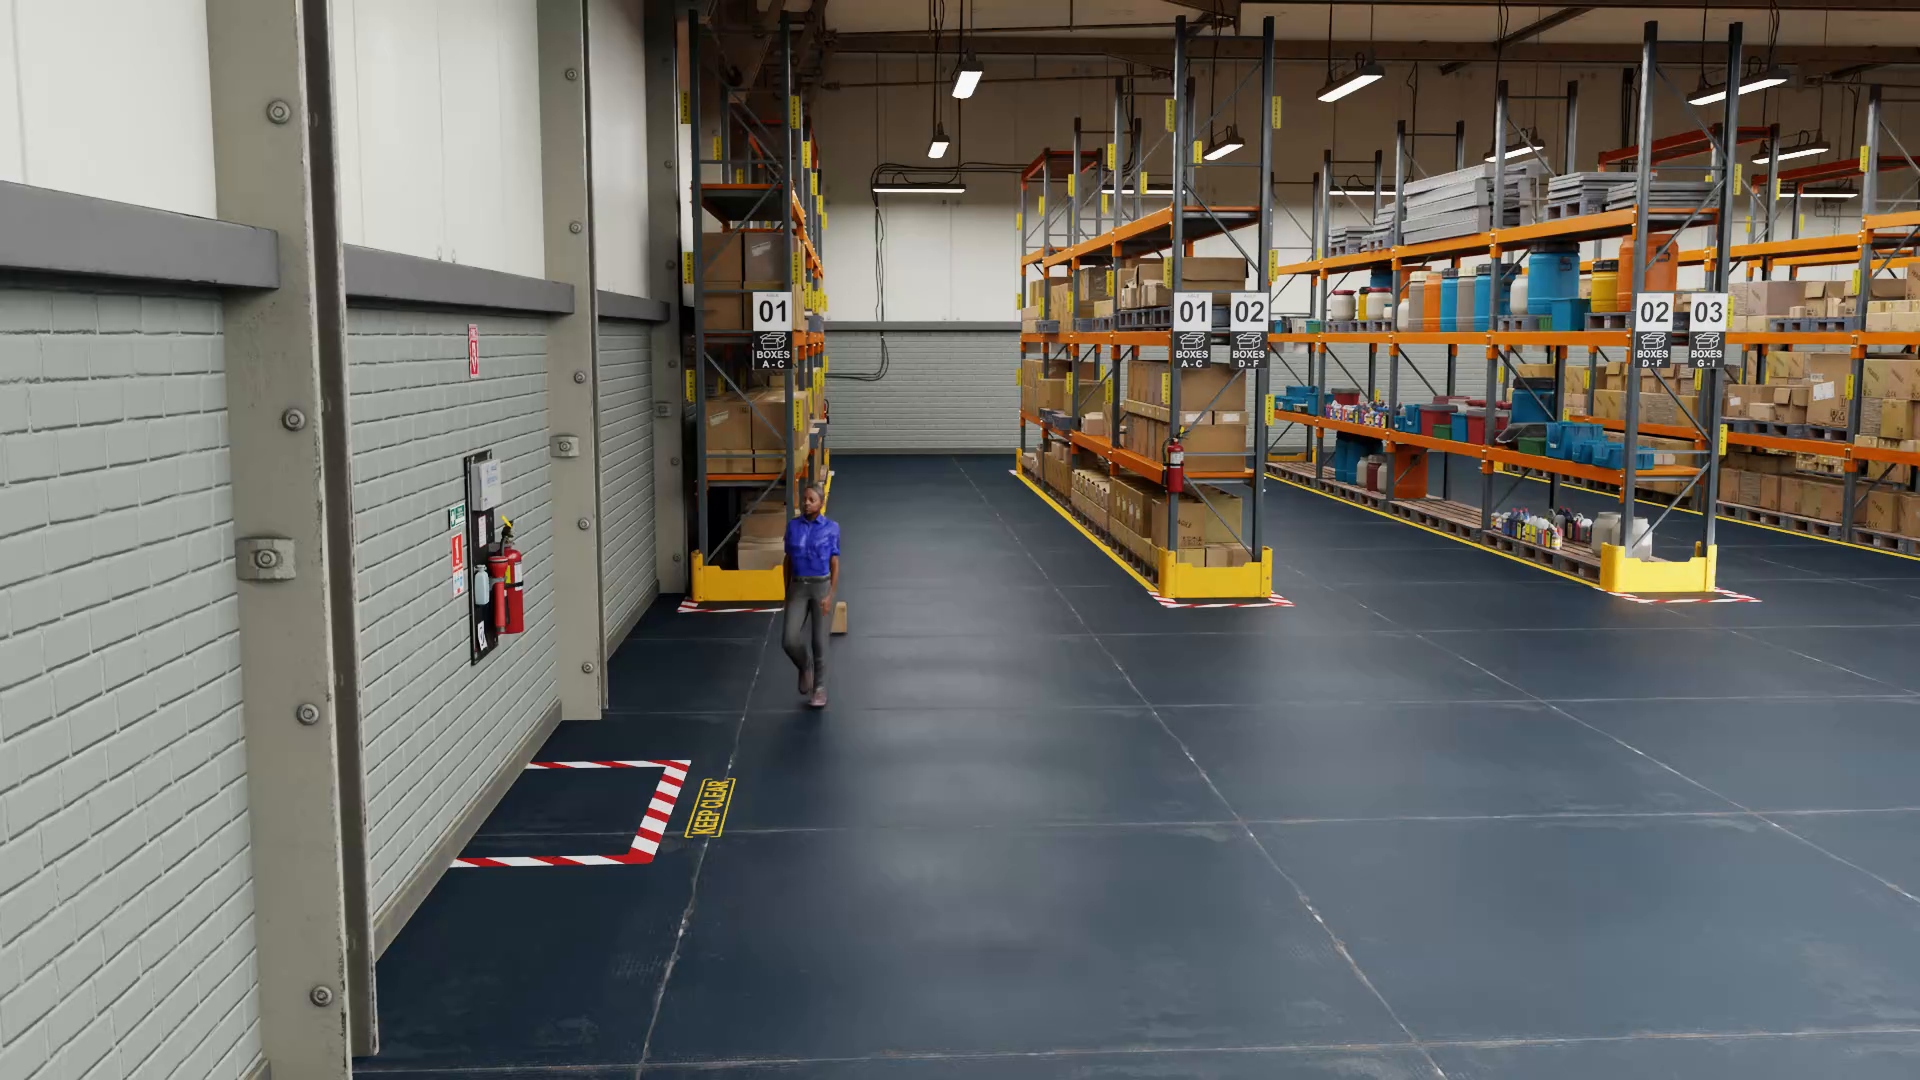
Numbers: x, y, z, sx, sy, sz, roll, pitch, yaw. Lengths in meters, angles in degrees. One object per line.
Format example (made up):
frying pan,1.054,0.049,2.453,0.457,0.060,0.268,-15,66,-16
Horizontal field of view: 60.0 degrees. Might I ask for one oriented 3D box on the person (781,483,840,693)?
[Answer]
person,-1.102,0.365,12.326,0.444,1.577,0.440,1,7,9
